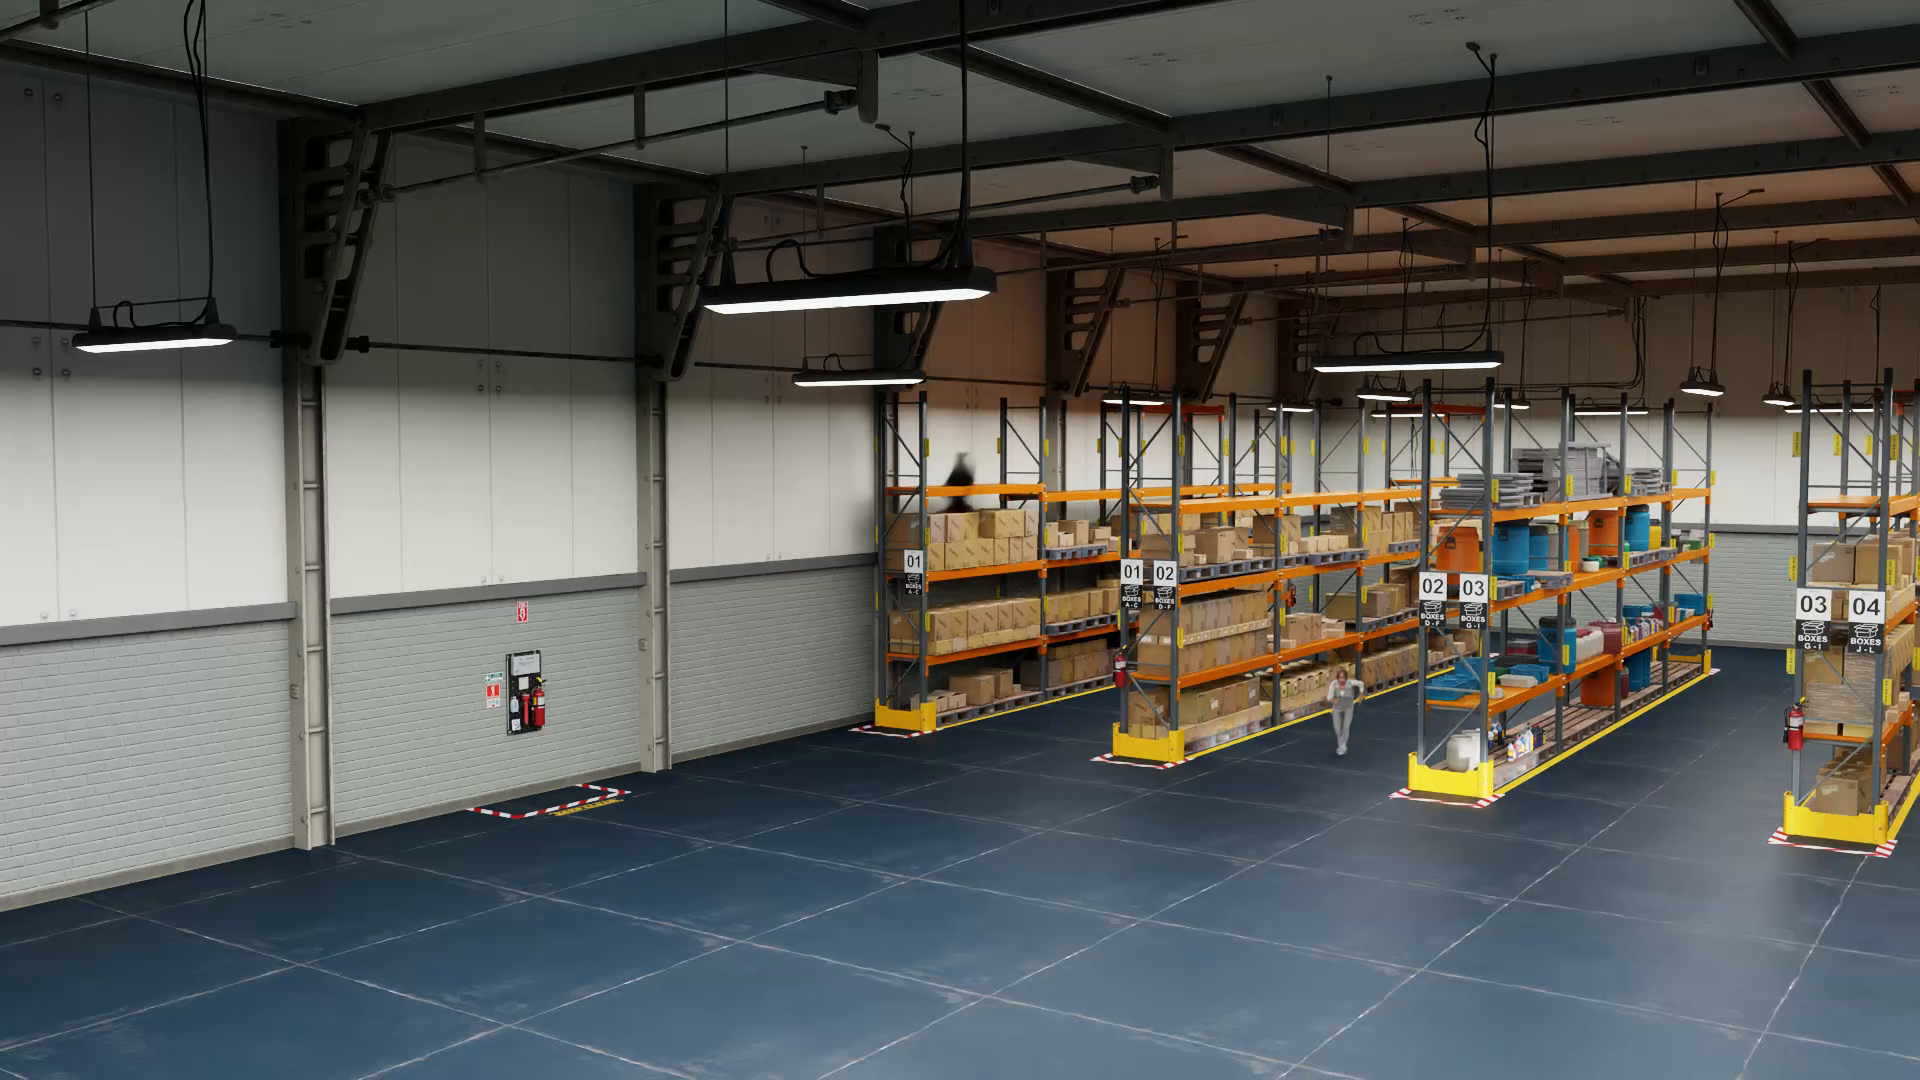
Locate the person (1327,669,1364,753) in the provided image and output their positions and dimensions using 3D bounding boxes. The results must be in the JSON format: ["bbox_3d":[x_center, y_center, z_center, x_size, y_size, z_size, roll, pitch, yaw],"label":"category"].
[{"bbox_3d":[6.226,2.785,26.866,0.579,1.432,0.853,1,3,14],"label":"person"}]
